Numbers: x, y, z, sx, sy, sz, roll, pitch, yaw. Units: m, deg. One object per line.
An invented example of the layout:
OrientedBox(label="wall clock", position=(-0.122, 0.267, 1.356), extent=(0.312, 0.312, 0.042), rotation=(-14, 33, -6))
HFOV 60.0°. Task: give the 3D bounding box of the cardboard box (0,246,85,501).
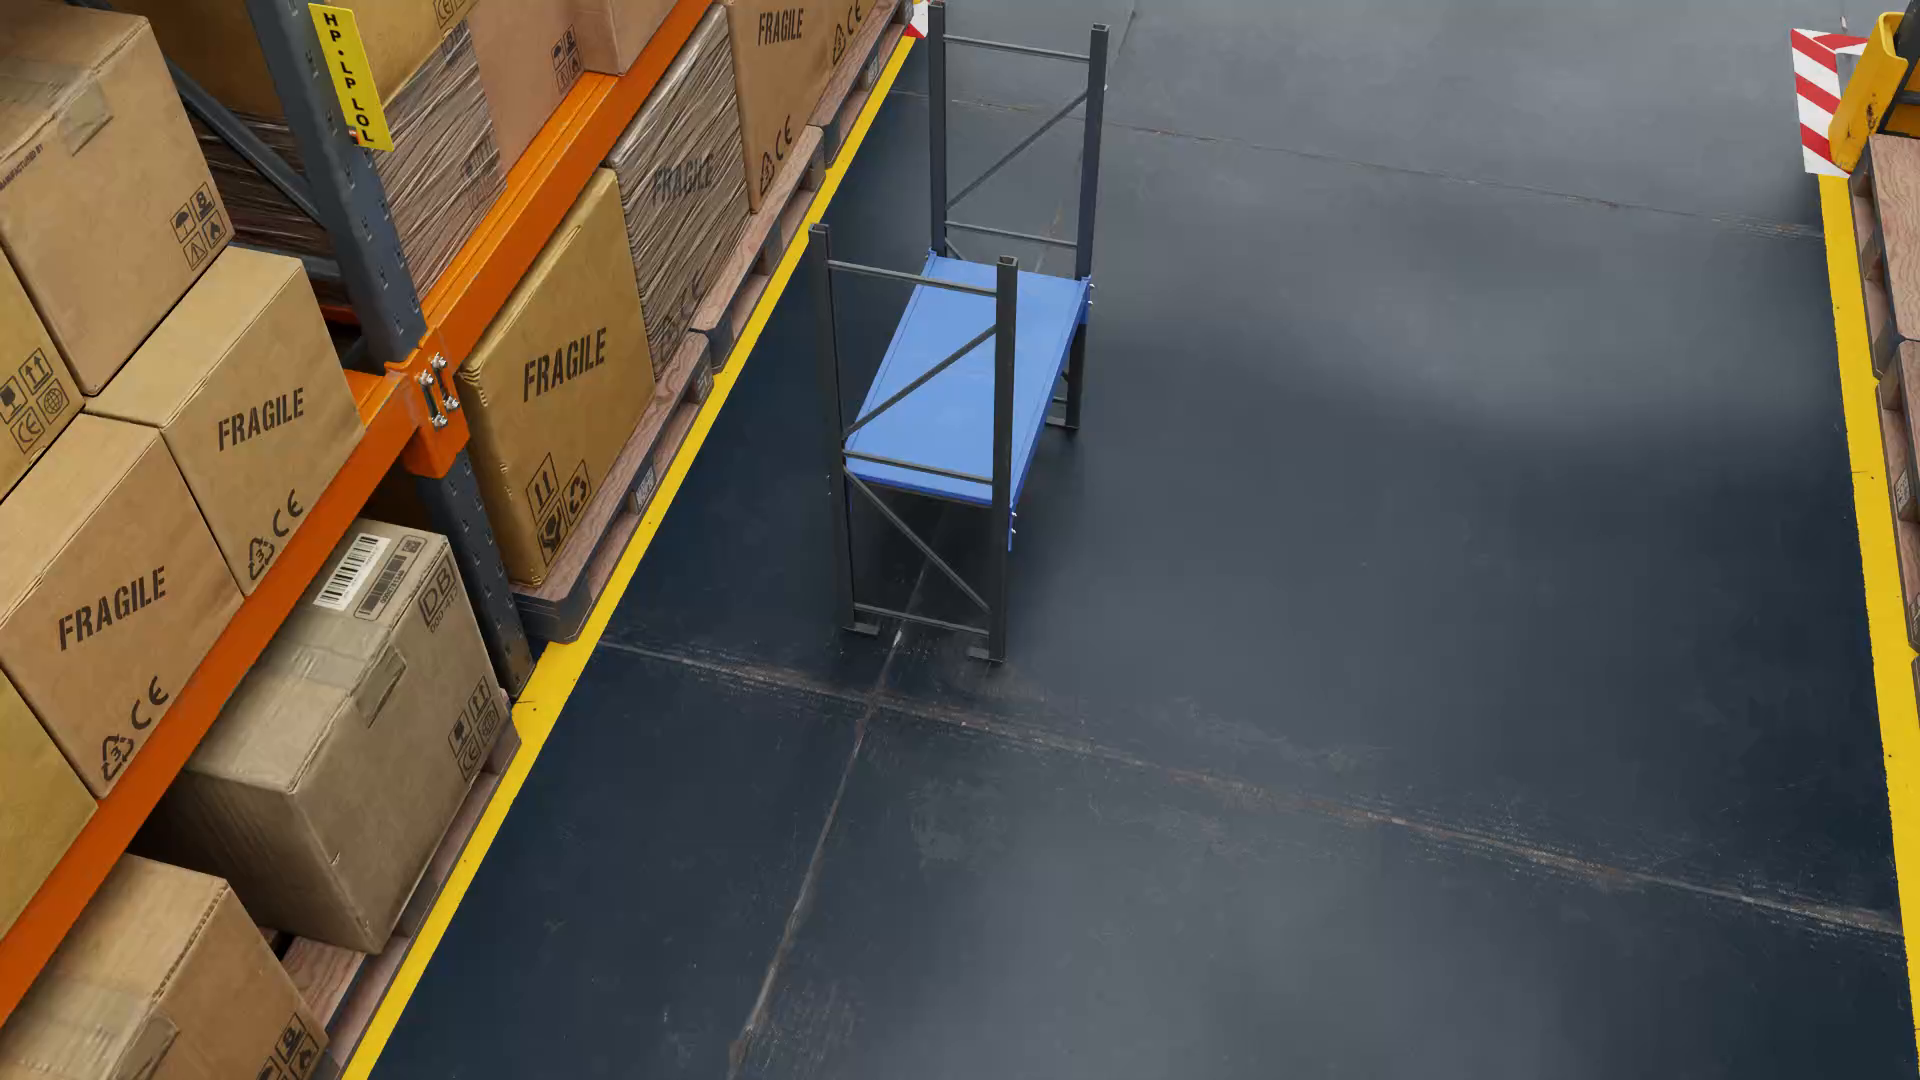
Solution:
OrientedBox(label="cardboard box", position=(-2.010, -0.301, 2.782), extent=(0.700, 0.500, 0.500), rotation=(11, 49, 9))

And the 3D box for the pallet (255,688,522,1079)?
OrientedBox(label="pallet", position=(-1.882, 0.826, 4.380), extent=(1.003, 0.211, 1.213), rotation=(12, 50, 10))

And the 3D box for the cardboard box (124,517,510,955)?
OrientedBox(label="cardboard box", position=(-1.828, 0.402, 4.115), extent=(1.050, 0.750, 0.750), rotation=(11, 50, 10))

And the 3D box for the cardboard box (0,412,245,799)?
OrientedBox(label="cardboard box", position=(-1.764, 0.093, 3.101), extent=(0.500, 0.500, 0.500), rotation=(11, 50, 10))

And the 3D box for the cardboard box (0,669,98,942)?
OrientedBox(label="cardboard box", position=(-1.897, 0.458, 2.778), extent=(0.500, 0.500, 0.500), rotation=(12, 50, 10))

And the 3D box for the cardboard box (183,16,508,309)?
OrientedBox(label="cardboard box", position=(-1.666, -0.989, 4.022), extent=(0.875, 0.550, 0.550), rotation=(12, 50, 10))

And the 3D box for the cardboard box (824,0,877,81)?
OrientedBox(label="cardboard box", position=(-0.814, -2.496, 6.589), extent=(0.875, 0.875, 0.875), rotation=(12, 50, 10))

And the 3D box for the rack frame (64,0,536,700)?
OrientedBox(label="rack frame", position=(-1.752, -0.670, 3.841), extent=(1.000, 3.000, 0.127), rotation=(12, 50, 10))

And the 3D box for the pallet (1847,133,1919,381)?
OrientedBox(label="pallet", position=(3.792, -0.953, 5.950), extent=(1.003, 0.211, 1.213), rotation=(12, 50, 10))

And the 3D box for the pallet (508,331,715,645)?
OrientedBox(label="pallet", position=(-1.476, -0.282, 5.358), extent=(1.003, 0.211, 1.213), rotation=(12, 50, 10))

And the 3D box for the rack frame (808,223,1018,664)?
OrientedBox(label="rack frame", position=(-0.111, -0.190, 4.418), extent=(0.500, 1.500, 0.032), rotation=(12, 50, 10))

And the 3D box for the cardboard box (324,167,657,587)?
OrientedBox(label="cardboard box", position=(-1.519, -0.547, 4.869), extent=(0.875, 0.875, 0.875), rotation=(12, 50, 11))

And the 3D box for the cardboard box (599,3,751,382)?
OrientedBox(label="cardboard box", position=(-1.285, -1.200, 5.445), extent=(0.875, 0.875, 0.875), rotation=(12, 50, 10))

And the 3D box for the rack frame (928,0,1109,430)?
OrientedBox(label="rack frame", position=(0.156, -0.926, 5.067), extent=(0.500, 1.500, 0.032), rotation=(12, 50, 10))

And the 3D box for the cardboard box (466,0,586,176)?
OrientedBox(label="cardboard box", position=(-1.543, -1.391, 4.377), extent=(0.875, 0.550, 0.550), rotation=(12, 50, 10))

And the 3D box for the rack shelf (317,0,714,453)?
OrientedBox(label="rack shelf", position=(-1.225, -1.879, 5.387), extent=(1.077, 0.370, 4.000), rotation=(12, 50, 10))

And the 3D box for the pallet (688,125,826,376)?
OrientedBox(label="pallet", position=(-1.157, -1.167, 6.139), extent=(1.003, 0.211, 1.213), rotation=(12, 50, 10))

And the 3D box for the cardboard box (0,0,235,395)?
OrientedBox(label="cardboard box", position=(-1.877, -0.674, 3.110), extent=(0.700, 0.500, 0.500), rotation=(11, 49, 9))

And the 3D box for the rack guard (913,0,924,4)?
OrientedBox(label="rack guard", position=(-0.693, -2.753, 7.347), extent=(1.175, 0.500, 0.348), rotation=(12, 50, 10))

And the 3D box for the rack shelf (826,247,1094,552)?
OrientedBox(label="rack shelf", position=(0.022, -0.439, 4.877), extent=(0.538, 0.185, 1.000), rotation=(12, 50, 10))

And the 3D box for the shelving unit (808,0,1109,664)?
OrientedBox(label="shelving unit", position=(0.022, -0.558, 4.742), extent=(0.538, 1.500, 1.048), rotation=(12, 50, 10))

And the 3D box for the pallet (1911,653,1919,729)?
OrientedBox(label="pallet", position=(3.149, 0.812, 4.393), extent=(1.003, 0.211, 1.213), rotation=(12, 50, 10))

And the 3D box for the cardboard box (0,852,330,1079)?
OrientedBox(label="cardboard box", position=(-2.086, 1.099, 3.500), extent=(1.050, 0.750, 0.750), rotation=(12, 50, 10))

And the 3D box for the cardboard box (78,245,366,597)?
OrientedBox(label="cardboard box", position=(-1.631, -0.273, 3.423), extent=(0.500, 0.500, 0.500), rotation=(11, 50, 10))

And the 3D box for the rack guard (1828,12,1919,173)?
OrientedBox(label="rack guard", position=(4.039, -1.629, 6.354), extent=(1.175, 0.500, 0.348), rotation=(12, 50, 10))

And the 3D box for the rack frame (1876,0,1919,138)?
OrientedBox(label="rack frame", position=(4.059, -2.511, 5.466), extent=(1.000, 3.000, 0.127), rotation=(12, 50, 10))

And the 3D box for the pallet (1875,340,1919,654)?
OrientedBox(label="pallet", position=(3.468, -0.073, 5.174), extent=(1.003, 0.211, 1.213), rotation=(12, 50, 10))

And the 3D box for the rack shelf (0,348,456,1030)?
OrientedBox(label="rack shelf", position=(-2.278, 1.015, 2.834), extent=(1.077, 0.370, 4.000), rotation=(12, 50, 10))

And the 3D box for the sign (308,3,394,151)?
OrientedBox(label="sign", position=(-1.226, -0.927, 3.348), extent=(0.100, 0.325, 0.005), rotation=(12, 50, 10))

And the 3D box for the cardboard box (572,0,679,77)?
OrientedBox(label="cardboard box", position=(-1.288, -1.758, 4.701), extent=(0.875, 0.550, 0.550), rotation=(12, 50, 10))

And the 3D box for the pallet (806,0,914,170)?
OrientedBox(label="pallet", position=(-0.834, -2.047, 6.916), extent=(1.003, 0.211, 1.213), rotation=(12, 50, 10))

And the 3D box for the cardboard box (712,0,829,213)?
OrientedBox(label="cardboard box", position=(-1.043, -1.859, 6.027), extent=(0.875, 0.875, 0.875), rotation=(11, 49, 9))

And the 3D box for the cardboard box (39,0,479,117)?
OrientedBox(label="cardboard box", position=(-1.622, -1.337, 3.609), extent=(0.875, 0.550, 0.550), rotation=(12, 50, 10))
